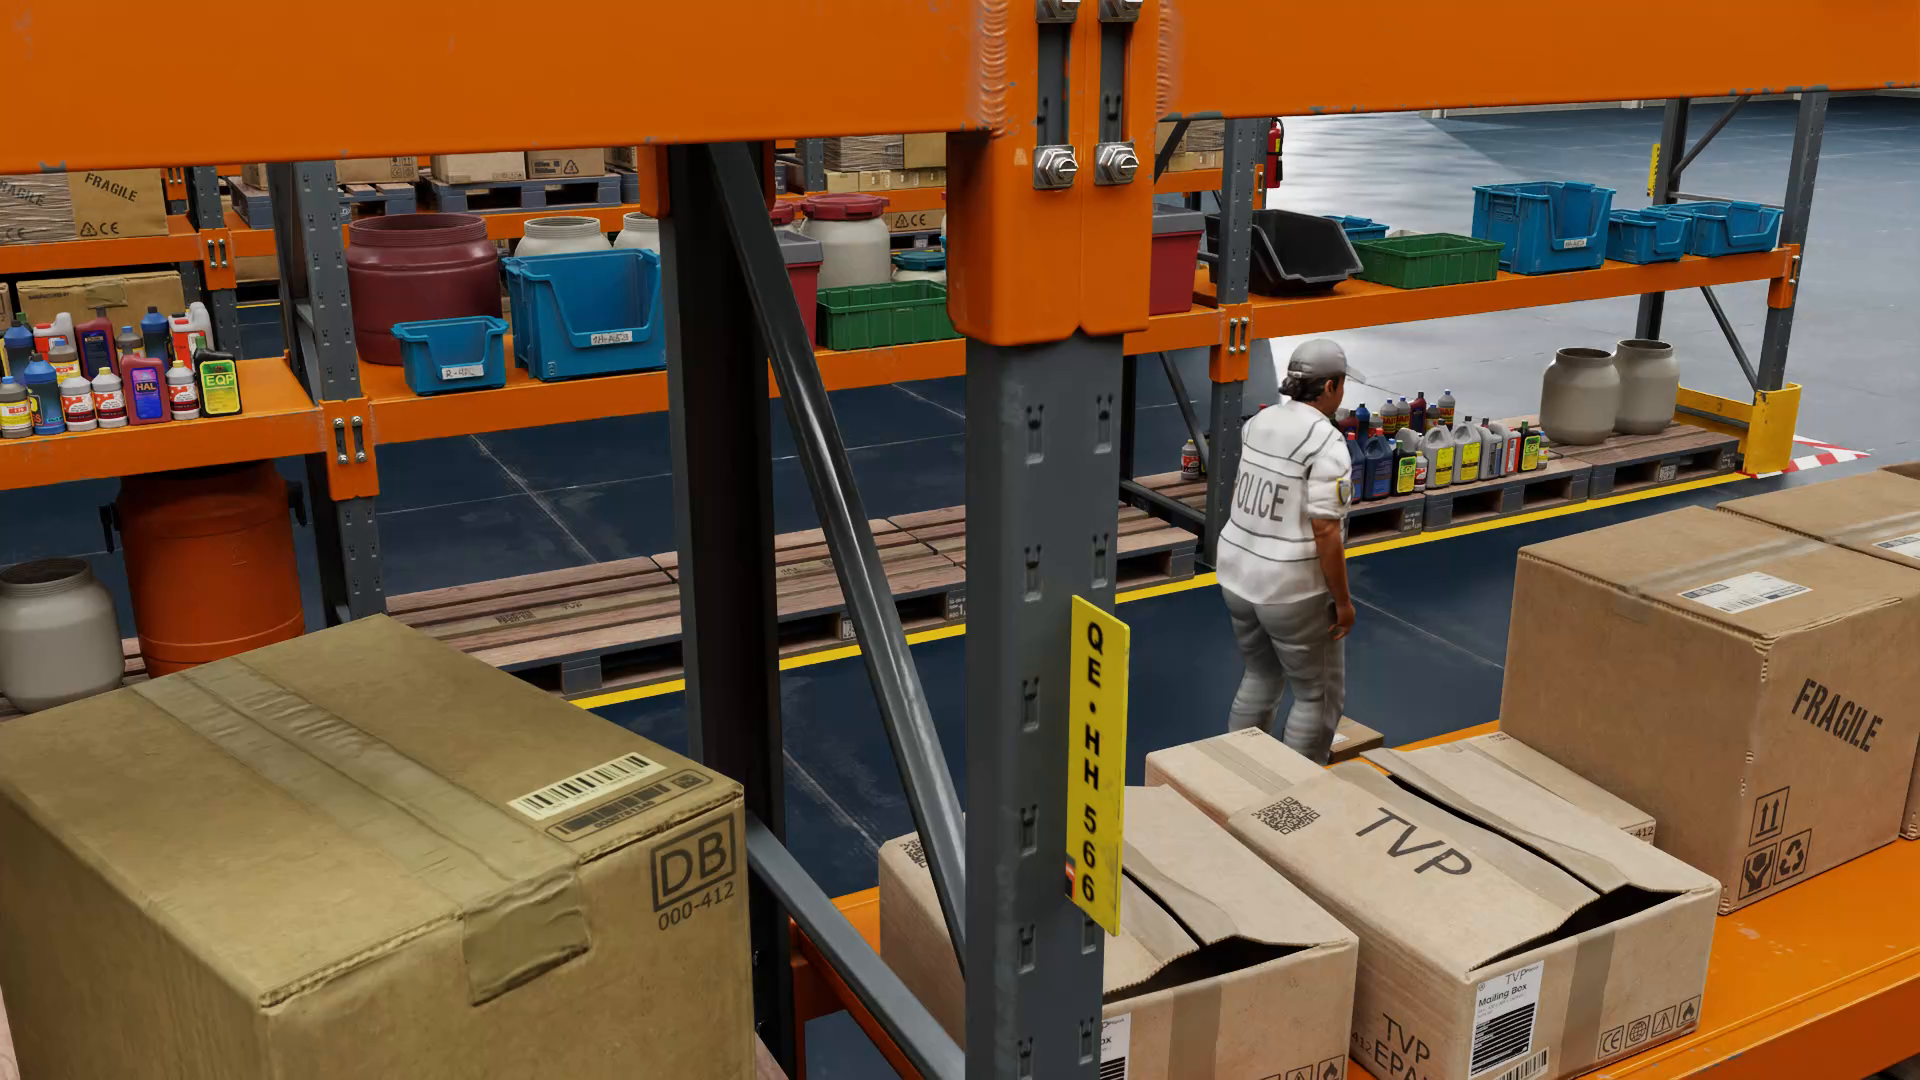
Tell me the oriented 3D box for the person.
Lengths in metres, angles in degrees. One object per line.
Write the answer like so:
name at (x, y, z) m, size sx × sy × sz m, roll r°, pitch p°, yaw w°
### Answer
person at (1.126, 0.155, 5.588) m, size 0.466 × 1.667 × 0.539 m, roll -10°, pitch 21°, yaw -26°
